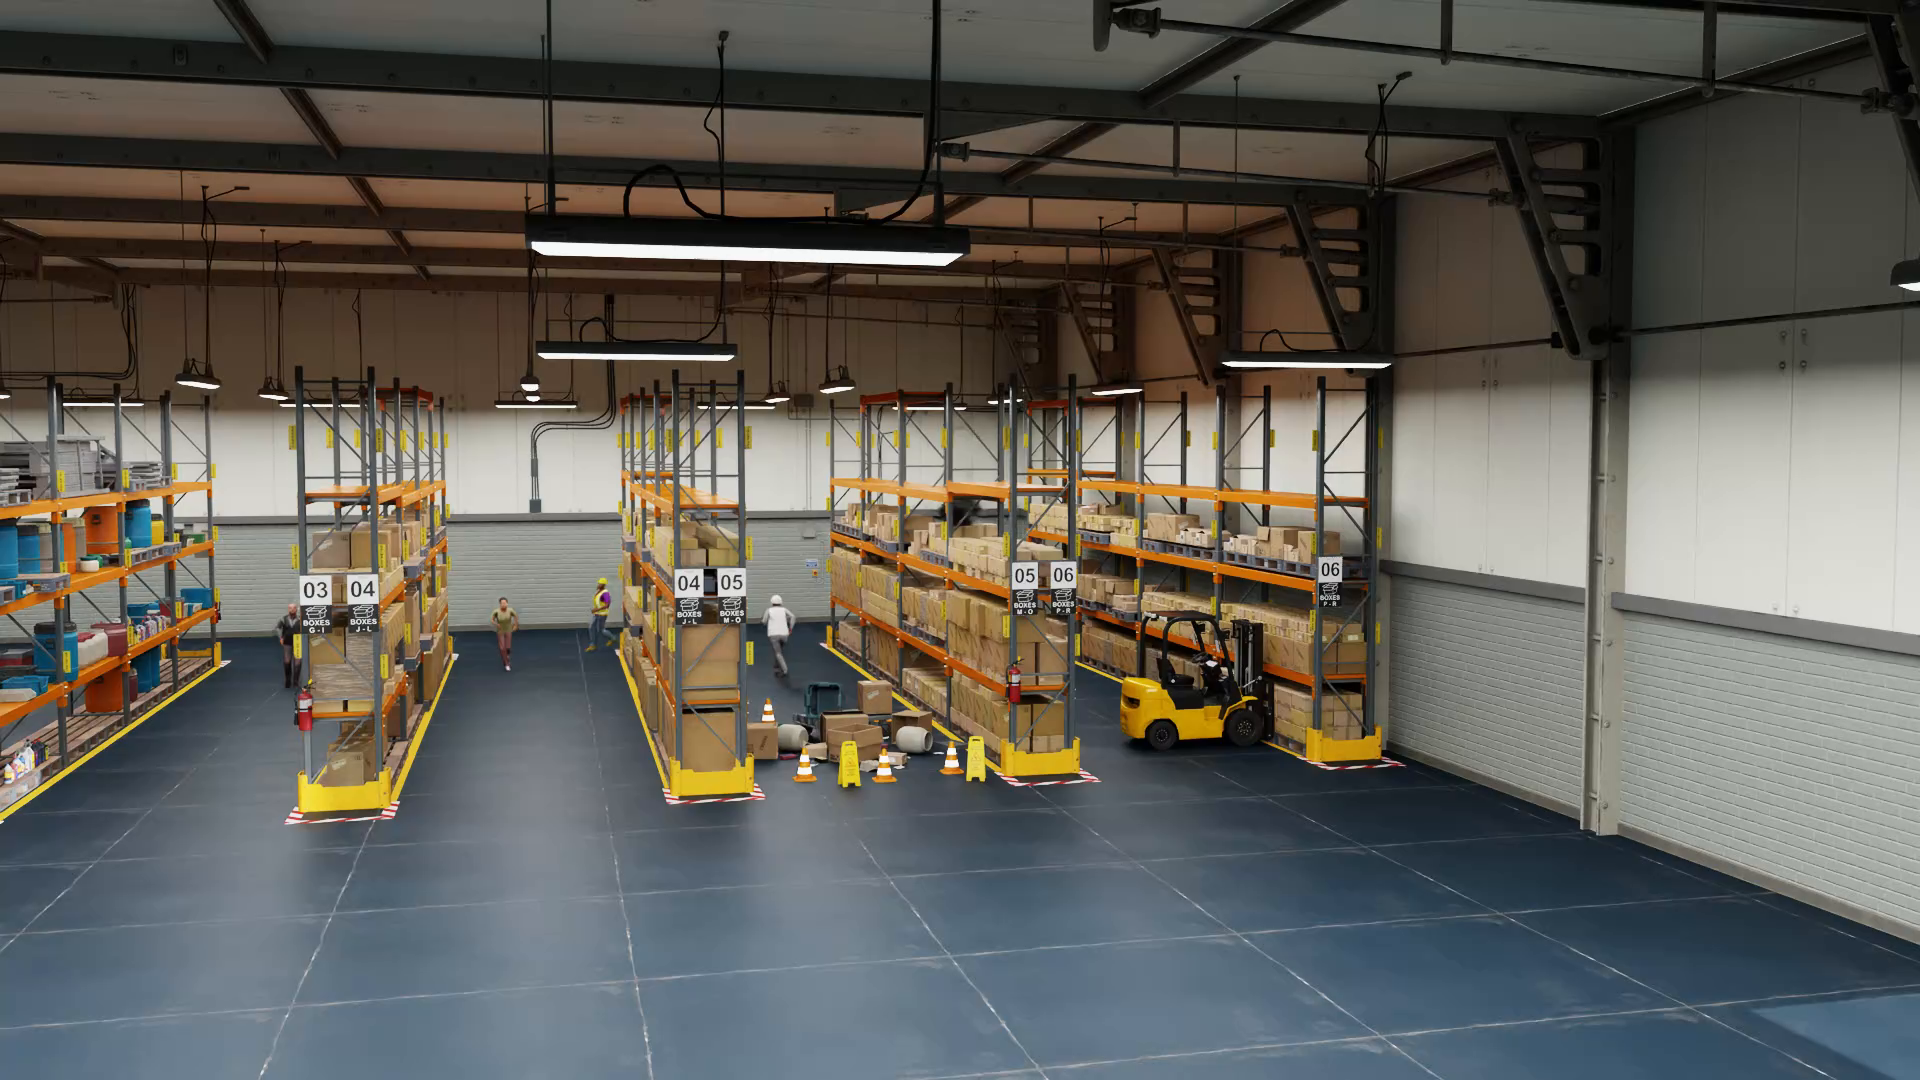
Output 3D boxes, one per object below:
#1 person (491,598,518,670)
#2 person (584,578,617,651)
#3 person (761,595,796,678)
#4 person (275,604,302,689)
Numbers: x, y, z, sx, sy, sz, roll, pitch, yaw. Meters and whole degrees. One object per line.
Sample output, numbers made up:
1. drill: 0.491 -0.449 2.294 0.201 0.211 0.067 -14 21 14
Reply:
1. person: -9.960 2.043 36.365 0.565 1.606 0.696 -1 3 -11
2. person: -8.528 1.772 39.658 0.814 1.754 0.733 -3 4 -39
3. person: -3.778 2.064 34.778 0.657 1.789 0.999 -2 4 -26
4. person: -13.476 2.150 33.574 0.645 1.721 0.658 -1 4 -23
